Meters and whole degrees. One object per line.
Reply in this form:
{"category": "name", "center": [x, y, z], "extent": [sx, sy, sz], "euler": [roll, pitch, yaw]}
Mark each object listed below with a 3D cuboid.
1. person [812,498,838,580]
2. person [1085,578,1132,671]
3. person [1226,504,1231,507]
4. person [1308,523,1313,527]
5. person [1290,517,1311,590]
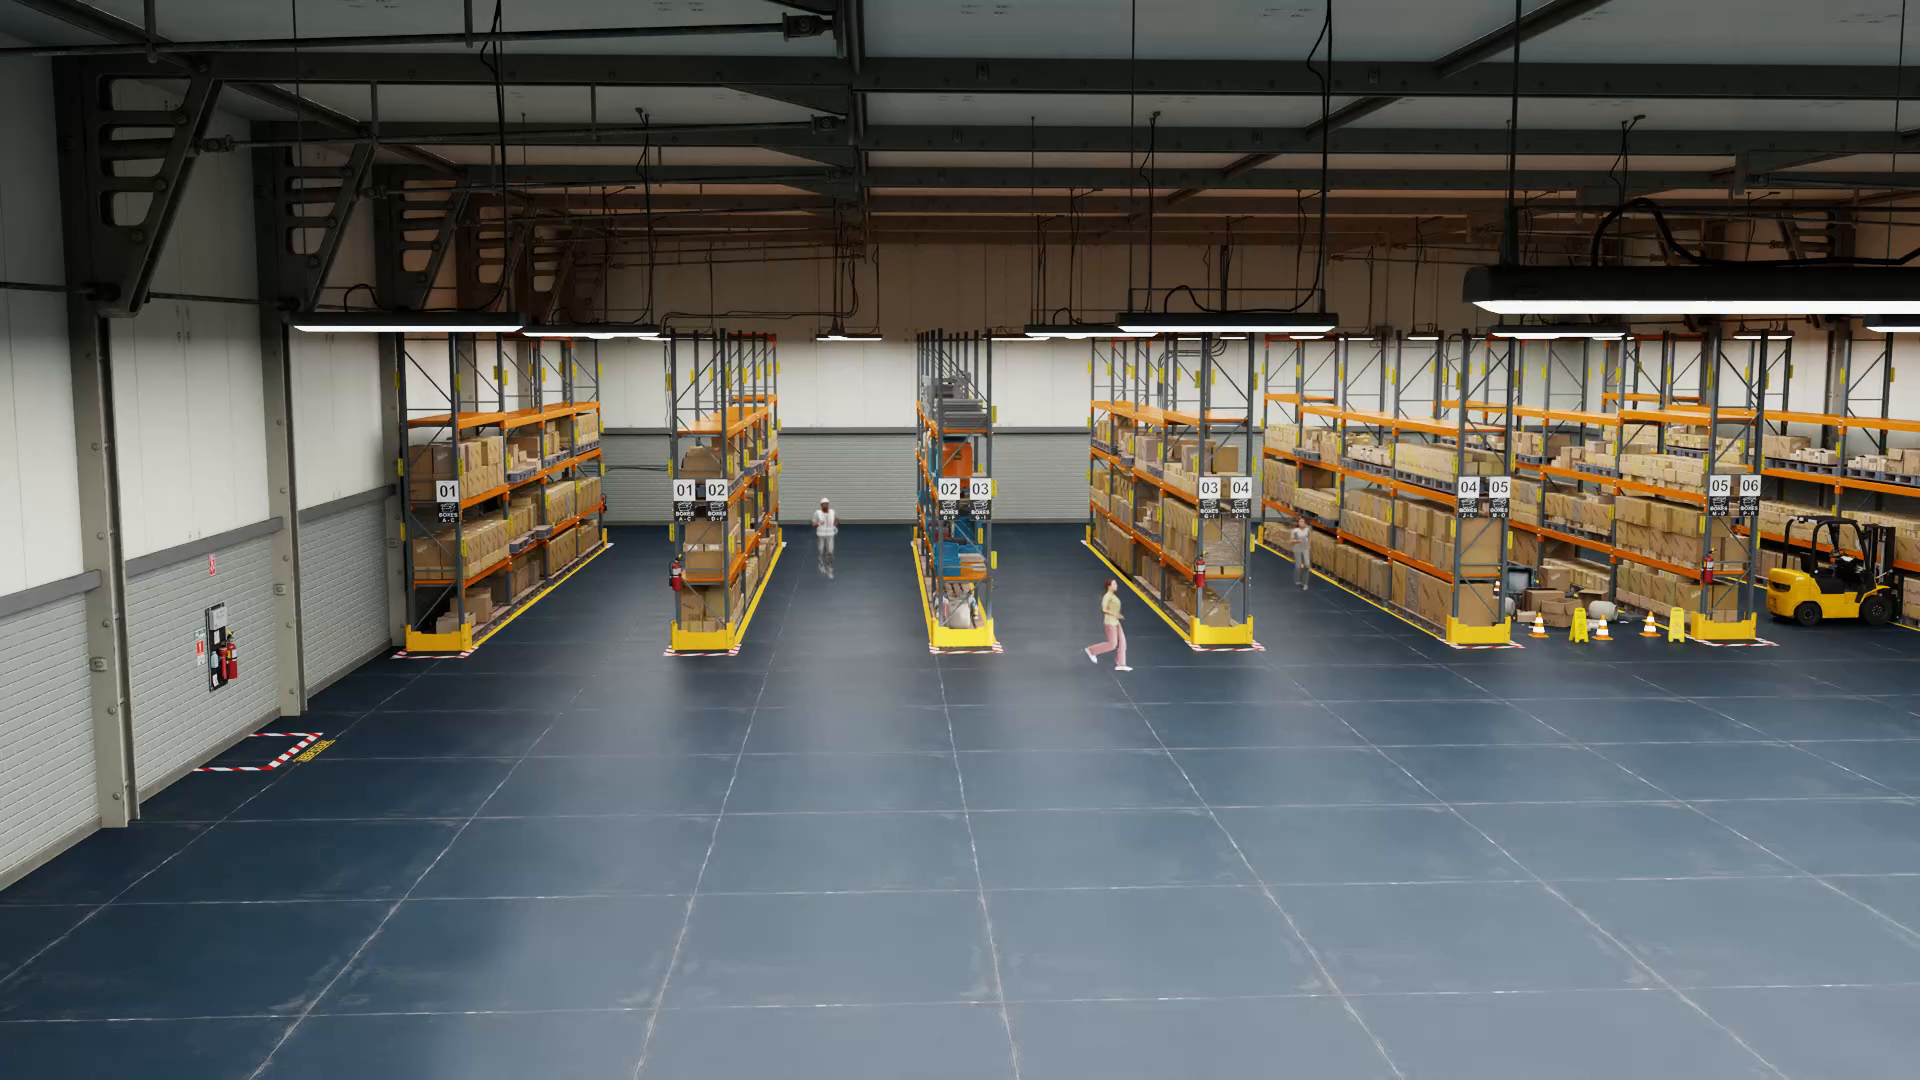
{"category": "person", "center": [-3.153, -0.037, 39.086], "extent": [0.654, 1.892, 0.711], "euler": [-2, 7, -13]}
{"category": "person", "center": [2.628, 1.479, 29.165], "extent": [0.841, 1.638, 0.578], "euler": [2, 7, 18]}
{"category": "person", "center": [7.685, -0.726, 48.164], "extent": [0.537, 1.574, 0.603], "euler": [5, 8, 36]}
{"category": "person", "center": [10.523, -0.972, 49.162], "extent": [0.939, 1.779, 0.690], "euler": [-1, 7, -11]}
{"category": "person", "center": [7.992, 0.312, 38.971], "extent": [0.546, 1.725, 0.759], "euler": [0, 7, -1]}
